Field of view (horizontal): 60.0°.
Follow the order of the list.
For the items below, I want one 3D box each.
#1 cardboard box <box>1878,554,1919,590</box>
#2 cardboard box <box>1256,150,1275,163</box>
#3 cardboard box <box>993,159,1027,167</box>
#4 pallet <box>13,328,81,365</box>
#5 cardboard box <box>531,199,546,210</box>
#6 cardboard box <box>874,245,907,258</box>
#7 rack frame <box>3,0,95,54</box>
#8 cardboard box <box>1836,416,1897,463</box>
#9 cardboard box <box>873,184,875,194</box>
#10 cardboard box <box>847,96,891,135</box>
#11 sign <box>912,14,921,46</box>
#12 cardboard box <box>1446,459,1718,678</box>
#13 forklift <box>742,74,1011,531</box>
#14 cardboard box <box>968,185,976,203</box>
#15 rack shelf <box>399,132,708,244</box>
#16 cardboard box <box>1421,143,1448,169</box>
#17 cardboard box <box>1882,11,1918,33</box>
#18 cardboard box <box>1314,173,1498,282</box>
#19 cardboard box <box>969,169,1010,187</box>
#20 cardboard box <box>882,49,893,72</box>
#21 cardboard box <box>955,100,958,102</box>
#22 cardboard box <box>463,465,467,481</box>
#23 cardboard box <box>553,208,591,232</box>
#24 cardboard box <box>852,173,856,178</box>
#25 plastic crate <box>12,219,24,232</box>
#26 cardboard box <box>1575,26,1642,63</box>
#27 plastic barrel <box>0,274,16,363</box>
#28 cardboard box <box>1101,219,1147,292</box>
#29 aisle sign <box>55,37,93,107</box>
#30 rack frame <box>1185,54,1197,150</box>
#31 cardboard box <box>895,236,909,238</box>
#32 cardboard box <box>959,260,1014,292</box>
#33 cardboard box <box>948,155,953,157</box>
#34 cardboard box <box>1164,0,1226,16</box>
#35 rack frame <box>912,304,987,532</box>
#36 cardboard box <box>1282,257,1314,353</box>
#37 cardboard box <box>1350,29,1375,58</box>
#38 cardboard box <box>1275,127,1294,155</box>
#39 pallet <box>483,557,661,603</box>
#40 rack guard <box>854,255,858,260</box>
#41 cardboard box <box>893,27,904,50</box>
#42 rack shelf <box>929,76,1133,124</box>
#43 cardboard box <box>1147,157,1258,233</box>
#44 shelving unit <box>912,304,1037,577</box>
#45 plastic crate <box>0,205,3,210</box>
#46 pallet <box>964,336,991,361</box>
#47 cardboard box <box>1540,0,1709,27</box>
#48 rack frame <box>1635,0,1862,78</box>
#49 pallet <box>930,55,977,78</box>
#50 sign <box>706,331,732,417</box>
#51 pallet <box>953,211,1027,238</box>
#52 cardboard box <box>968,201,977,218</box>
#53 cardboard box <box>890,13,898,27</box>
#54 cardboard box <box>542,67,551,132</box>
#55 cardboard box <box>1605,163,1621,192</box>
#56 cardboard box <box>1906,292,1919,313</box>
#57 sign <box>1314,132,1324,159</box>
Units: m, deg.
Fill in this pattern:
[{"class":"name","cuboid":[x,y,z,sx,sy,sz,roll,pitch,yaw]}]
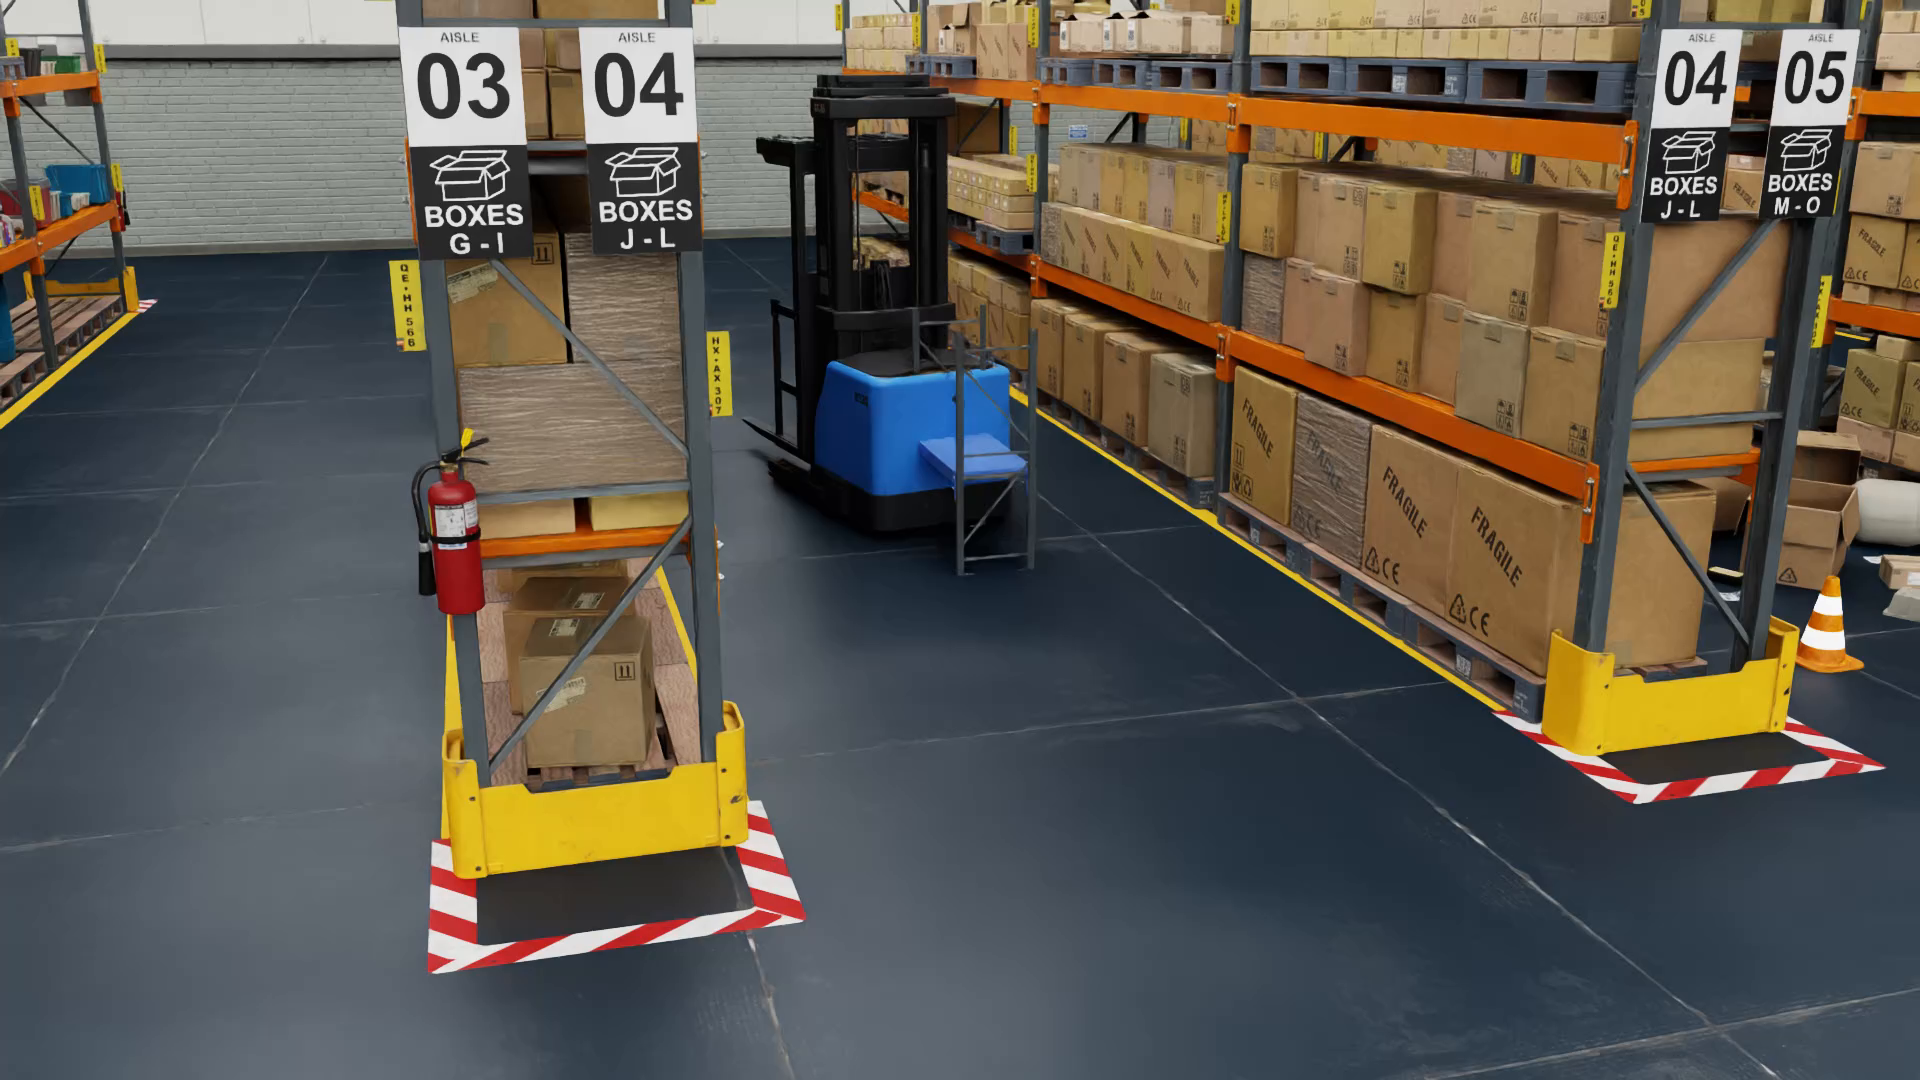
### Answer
[{"class":"cardboard box","cuboid":[5.781,0.205,10.013,0.380,0.149,0.250,4,17,13]},{"class":"cardboard box","cuboid":[4.113,-4.713,21.255,0.500,0.500,0.500,-5,17,-16]},{"class":"cardboard box","cuboid":[0.567,-3.910,17.427,0.380,0.149,0.250,-5,17,-15]},{"class":"pallet","cuboid":[-9.745,-1.967,17.134,1.003,0.211,1.213,-5,17,-15]},{"class":"cardboard box","cuboid":[-2.112,-1.253,7.480,0.500,0.500,0.500,-5,17,-15]},{"class":"cardboard box","cuboid":[-0.876,-3.627,21.005,0.380,0.149,0.250,-4,17,-13]},{"class":"rack frame","cuboid":[-10.605,-7.082,18.886,1.000,3.000,0.127,-5,17,-15]},{"class":"cardboard box","cuboid":[6.886,-0.764,12.332,0.500,0.250,0.500,-6,18,-18]},{"class":"cardboard box","cuboid":[-0.886,-4.445,20.973,0.380,0.149,0.250,-5,17,-16]},{"class":"cardboard box","cuboid":[-1.178,-5.489,21.581,0.500,0.500,0.500,-5,17,-16]},{"class":"sign","cuboid":[-0.466,-5.497,17.926,0.100,0.325,0.005,-5,17,-15]},{"class":"cardboard box","cuboid":[3.101,0.095,8.384,0.875,0.875,0.875,-5,17,-15]},{"class":"forklift","cuboid":[-0.773,-1.836,11.970,1.130,2.935,3.031,-8,19,-26]},{"class":"cardboard box","cuboid":[0.295,-3.360,16.114,0.380,0.149,0.250,-5,17,-16]},{"class":"rack shelf","cuboid":[-1.995,-1.820,7.833,1.077,0.370,4.000,-5,17,-15]},{"class":"cardboard box","cuboid":[5.212,-4.099,17.473,0.500,0.500,0.500,-5,17,-15]},{"class":"cardboard box","cuboid":[6.756,-3.650,11.725,0.380,0.149,0.250,-5,17,-16]},{"class":"cardboard box","cuboid":[2.599,-1.826,9.680,0.875,0.550,0.550,-5,17,-15]},{"class":"cardboard box","cuboid":[0.301,-3.500,16.061,0.380,0.149,0.250,-5,17,-15]},{"class":"cardboard box","cuboid":[-0.607,-5.617,19.483,0.500,0.250,0.500,-5,17,-16]},{"class":"cardboard box","cuboid":[-0.242,-5.098,20.279,0.500,0.500,0.500,-5,18,-17]},{"class":"cardboard box","cuboid":[-1.909,-0.251,7.011,0.380,0.149,0.250,-5,17,-15]},{"class":"cardboard box","cuboid":[-1.465,-1.156,7.159,0.500,0.500,0.500,-5,17,-15]},{"class":"cardboard box","cuboid":[-1.188,-5.009,21.722,0.500,0.500,0.500,-4,17,-13]},{"class":"plastic crate","cuboid":[-9.496,-3.145,16.562,0.396,0.136,0.243,-5,17,-15]},{"class":"cardboard box","cuboid":[2.934,-2.169,7.279,0.380,0.149,0.250,-5,17,-15]},{"class":"plastic barrel","cuboid":[-9.373,-2.147,15.802,0.600,0.901,0.708,-5,17,-15]},{"class":"cardboard box","cuboid":[1.432,-2.236,13.008,0.500,0.500,0.500,-5,17,-16]},{"class":"aisle sign","cuboid":[-10.343,-5.497,19.519,0.394,0.787,0.004,-5,17,-15]},{"class":"rack frame","cuboid":[3.686,-5.384,23.661,1.000,3.000,0.127,-5,17,-15]},{"class":"cardboard box","cuboid":[-0.657,-3.959,22.109,0.380,0.149,0.250,-4,17,-15]},{"class":"cardboard box","cuboid":[0.287,-2.707,17.063,0.500,0.250,0.500,-4,17,-13]},{"class":"cardboard box","cuboid":[-0.281,-4.079,17.988,0.380,0.149,0.250,-4,17,-12]},{"class":"cardboard box","cuboid":[1.900,-4.026,12.851,0.500,0.500,0.500,-5,17,-15]},{"class":"rack frame","cuboid":[-0.068,-0.798,10.997,0.500,1.500,0.032,-5,17,-16]},{"class":"cardboard box","cuboid":[2.538,-1.466,10.357,0.875,0.550,0.550,-5,17,-15]},{"class":"cardboard box","cuboid":[2.377,-2.731,9.148,0.380,0.149,0.250,-5,17,-15]},{"class":"cardboard box","cuboid":[4.258,-5.054,20.651,0.500,0.500,0.500,-5,17,-16]},{"class":"pallet","cuboid":[-2.326,0.237,9.795,1.003,0.211,1.213,-5,17,-15]},{"class":"rack guard","cuboid":[-1.025,-3.746,22.555,1.175,0.500,0.348,-5,17,-15]},{"class":"cardboard box","cuboid":[-0.450,-5.715,18.941,0.500,0.250,0.500,-5,18,-18]},{"class":"rack shelf","cuboid":[0.603,-4.397,16.412,1.077,0.370,4.000,-5,17,-15]},{"class":"cardboard box","cuboid":[1.828,-2.591,12.451,0.700,0.500,0.500,-5,17,-15]},{"class":"shelving unit","cuboid":[0.075,-0.657,10.530,0.538,1.500,1.048,-5,17,-16]},{"class":"plastic crate","cuboid":[-10.273,-3.463,17.620,0.293,0.136,0.466,-5,17,-15]},{"class":"pallet","cuboid":[0.608,-1.969,17.141,1.003,0.211,1.213,-5,17,-15]},{"class":"cardboard box","cuboid":[2.948,-2.408,7.381,0.500,0.250,0.500,-4,17,-15]},{"class":"rack frame","cuboid":[3.351,-3.412,6.669,1.000,3.000,0.127,-5,17,-15]},{"class":"pallet","cuboid":[0.409,-4.739,16.627,1.213,0.211,1.003,-5,17,-15]},{"class":"sign","cuboid":[-0.924,-0.632,6.338,0.100,0.325,0.005,-5,17,-15]},{"class":"pallet","cuboid":[0.569,-3.204,16.738,1.003,0.211,1.213,-5,17,-15]},{"class":"cardboard box","cuboid":[0.297,-3.216,16.151,0.380,0.149,0.250,-5,18,-18]},{"class":"cardboard box","cuboid":[-0.590,-6.006,19.217,0.380,0.149,0.250,-5,18,-17]},{"class":"cardboard box","cuboid":[-1.477,-1.835,6.895,0.500,0.250,0.500,-5,17,-16]},{"class":"cardboard box","cuboid":[6.088,-3.130,14.736,0.500,0.500,0.500,-4,17,-14]},{"class":"cardboard box","cuboid":[6.983,-1.695,11.817,0.380,0.149,0.250,-5,17,-16]},{"class":"sign","cuboid":[4.252,-4.686,19.695,0.100,0.325,0.005,-5,17,-15]}]
